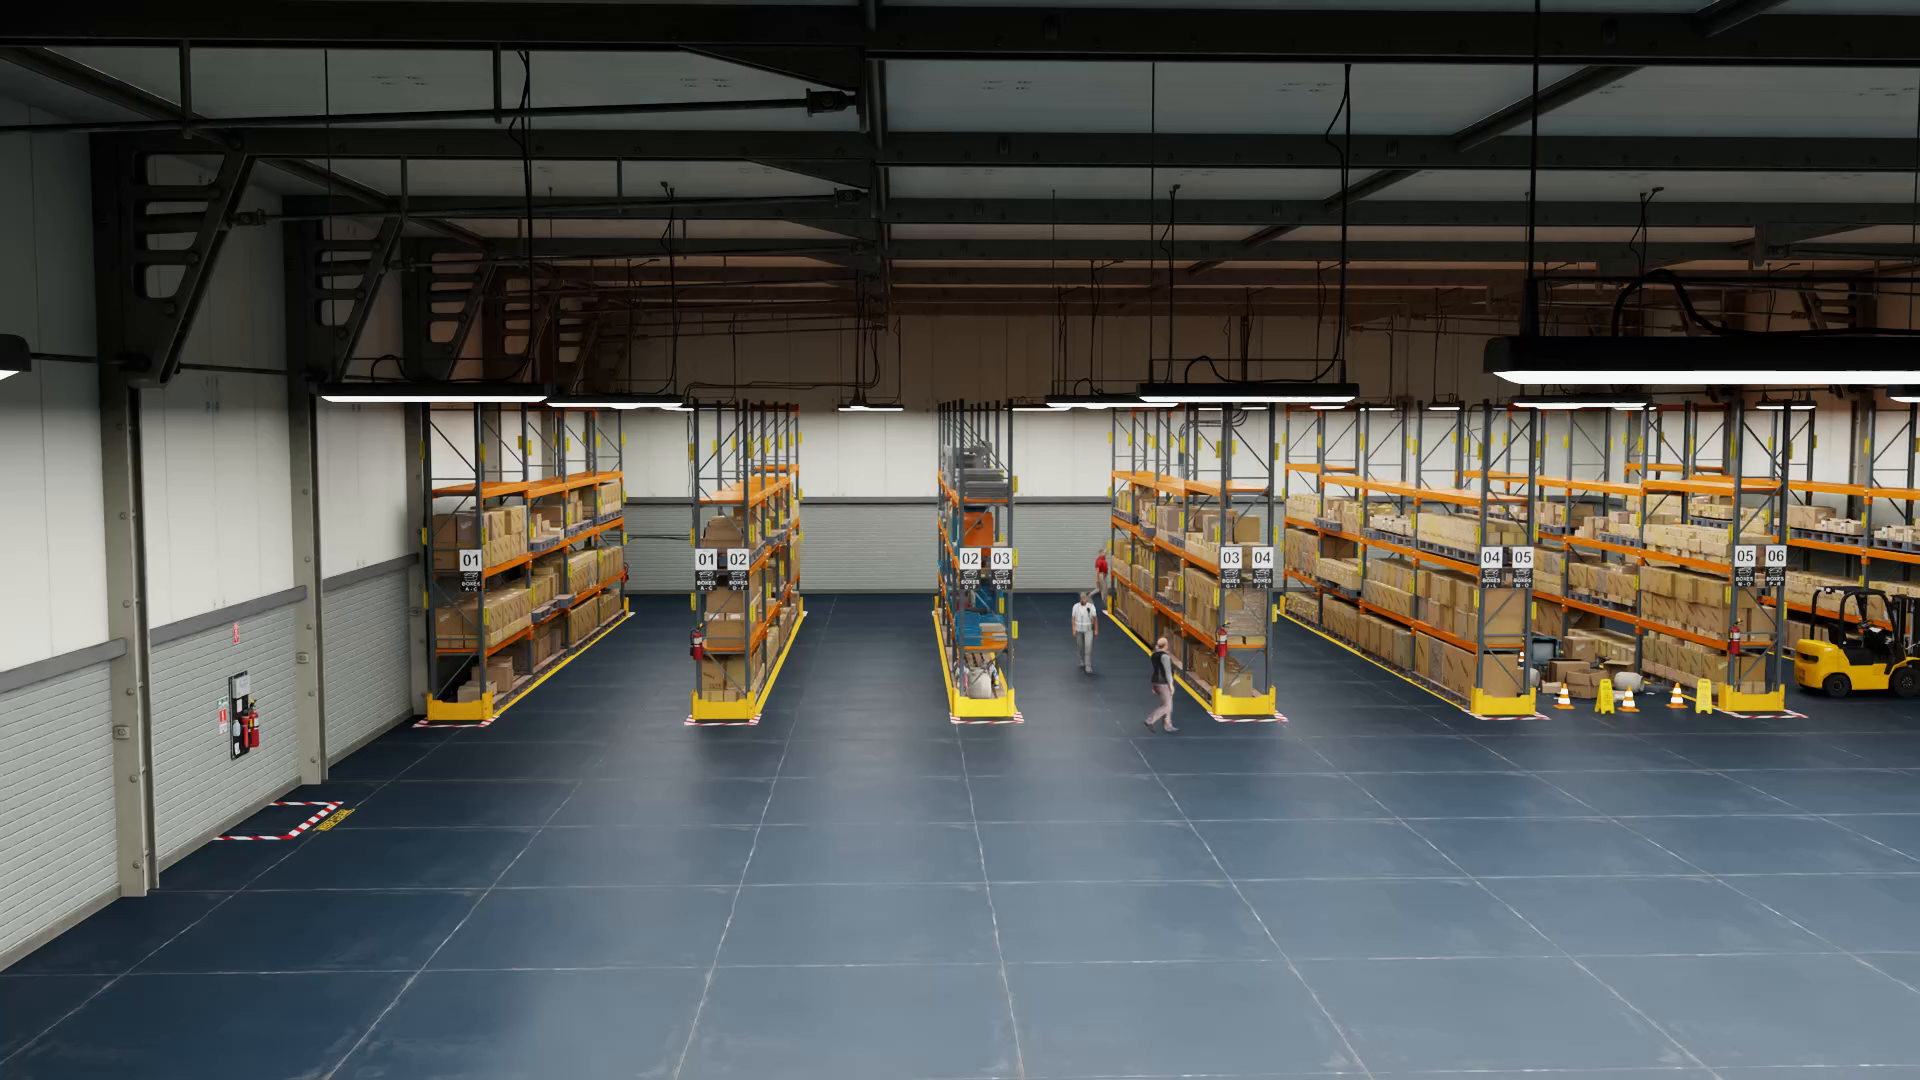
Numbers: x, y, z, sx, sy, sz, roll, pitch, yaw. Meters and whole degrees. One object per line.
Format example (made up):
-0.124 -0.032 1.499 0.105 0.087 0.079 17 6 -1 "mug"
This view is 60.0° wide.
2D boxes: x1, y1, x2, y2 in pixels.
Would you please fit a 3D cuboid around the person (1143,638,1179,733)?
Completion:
3.586 2.610 29.772 0.821 1.707 0.583 -2 5 -26 "person"

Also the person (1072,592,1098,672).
2.767 2.022 37.192 0.573 1.734 0.903 1 5 19 "person"

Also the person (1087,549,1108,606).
4.162 1.107 49.544 0.876 1.707 0.546 1 5 17 "person"

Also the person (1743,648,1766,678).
17.323 2.213 36.211 0.535 1.539 0.705 0 4 -1 "person"
